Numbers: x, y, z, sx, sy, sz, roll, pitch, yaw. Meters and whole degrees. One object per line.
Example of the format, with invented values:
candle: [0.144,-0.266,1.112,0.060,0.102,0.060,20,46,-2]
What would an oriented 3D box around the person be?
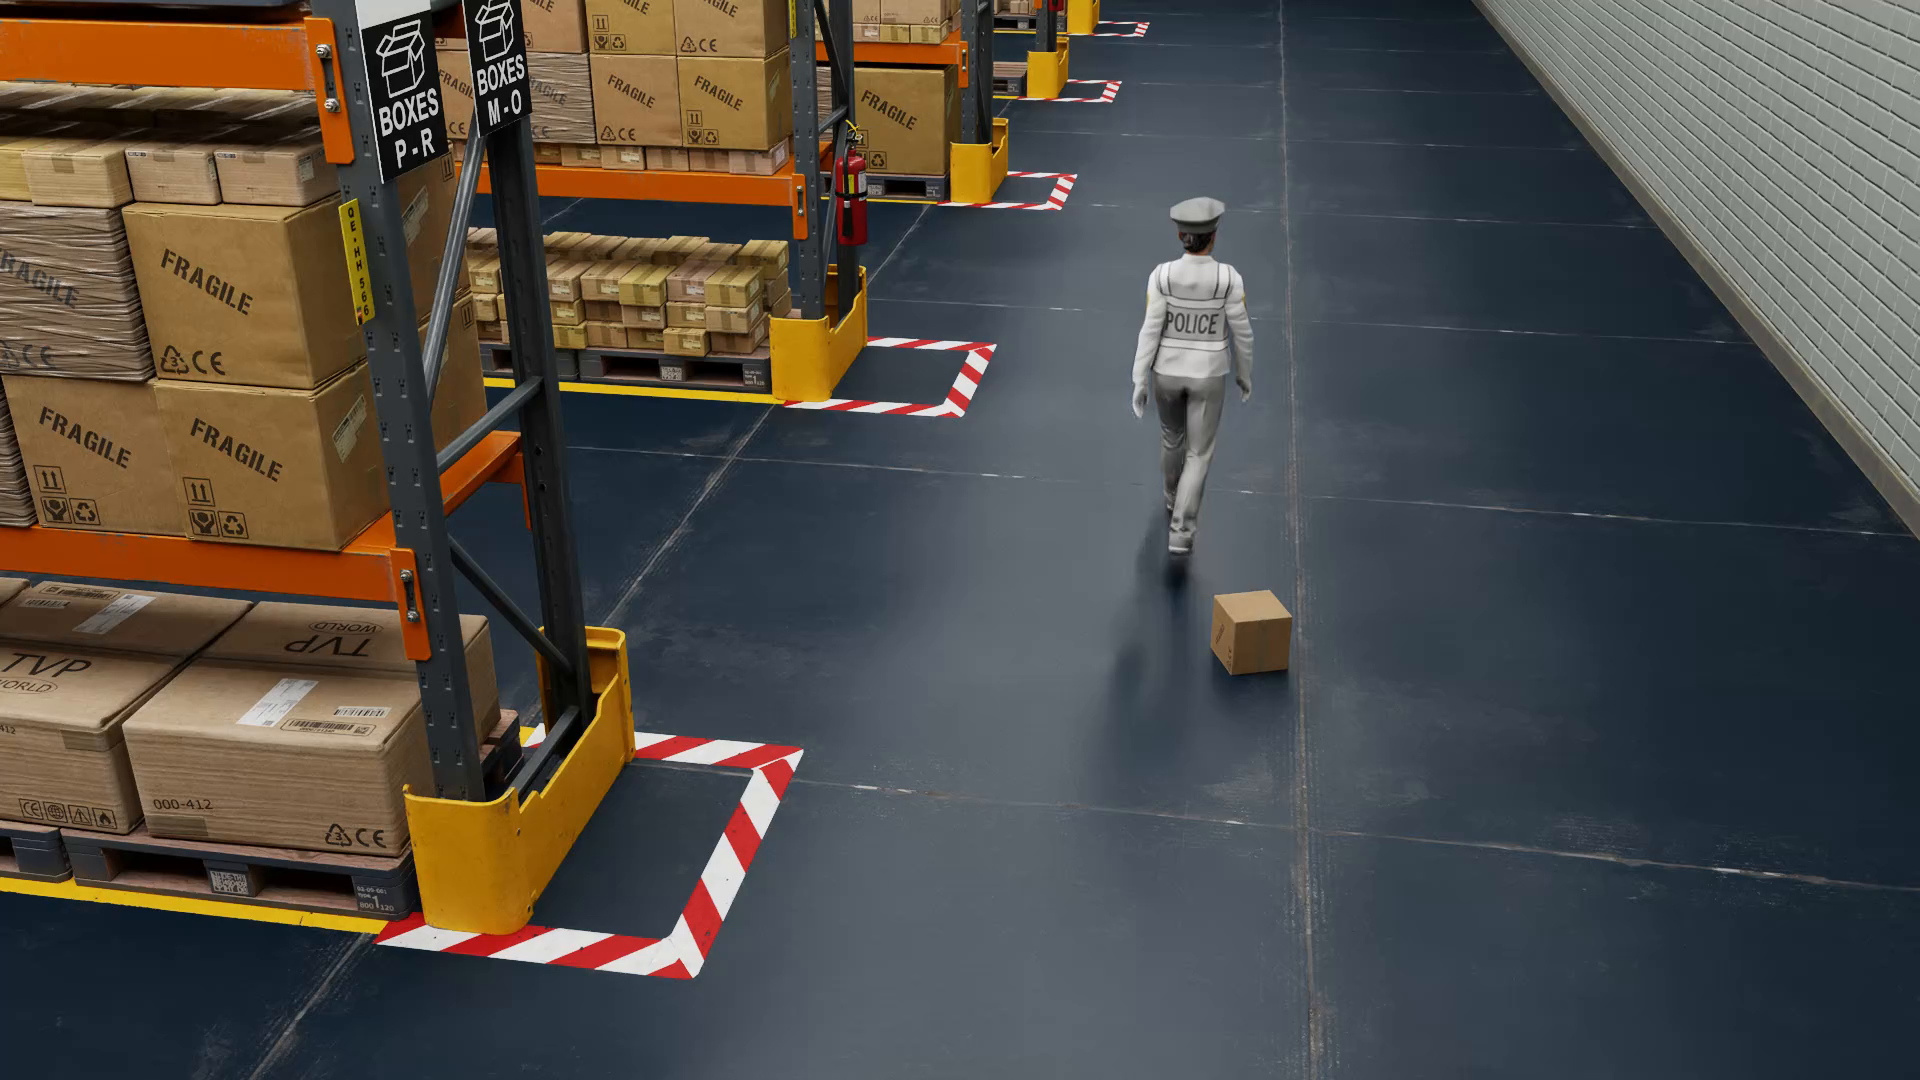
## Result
person: [1.085,-0.768,7.745,0.526,1.617,1.016,7,26,15]
